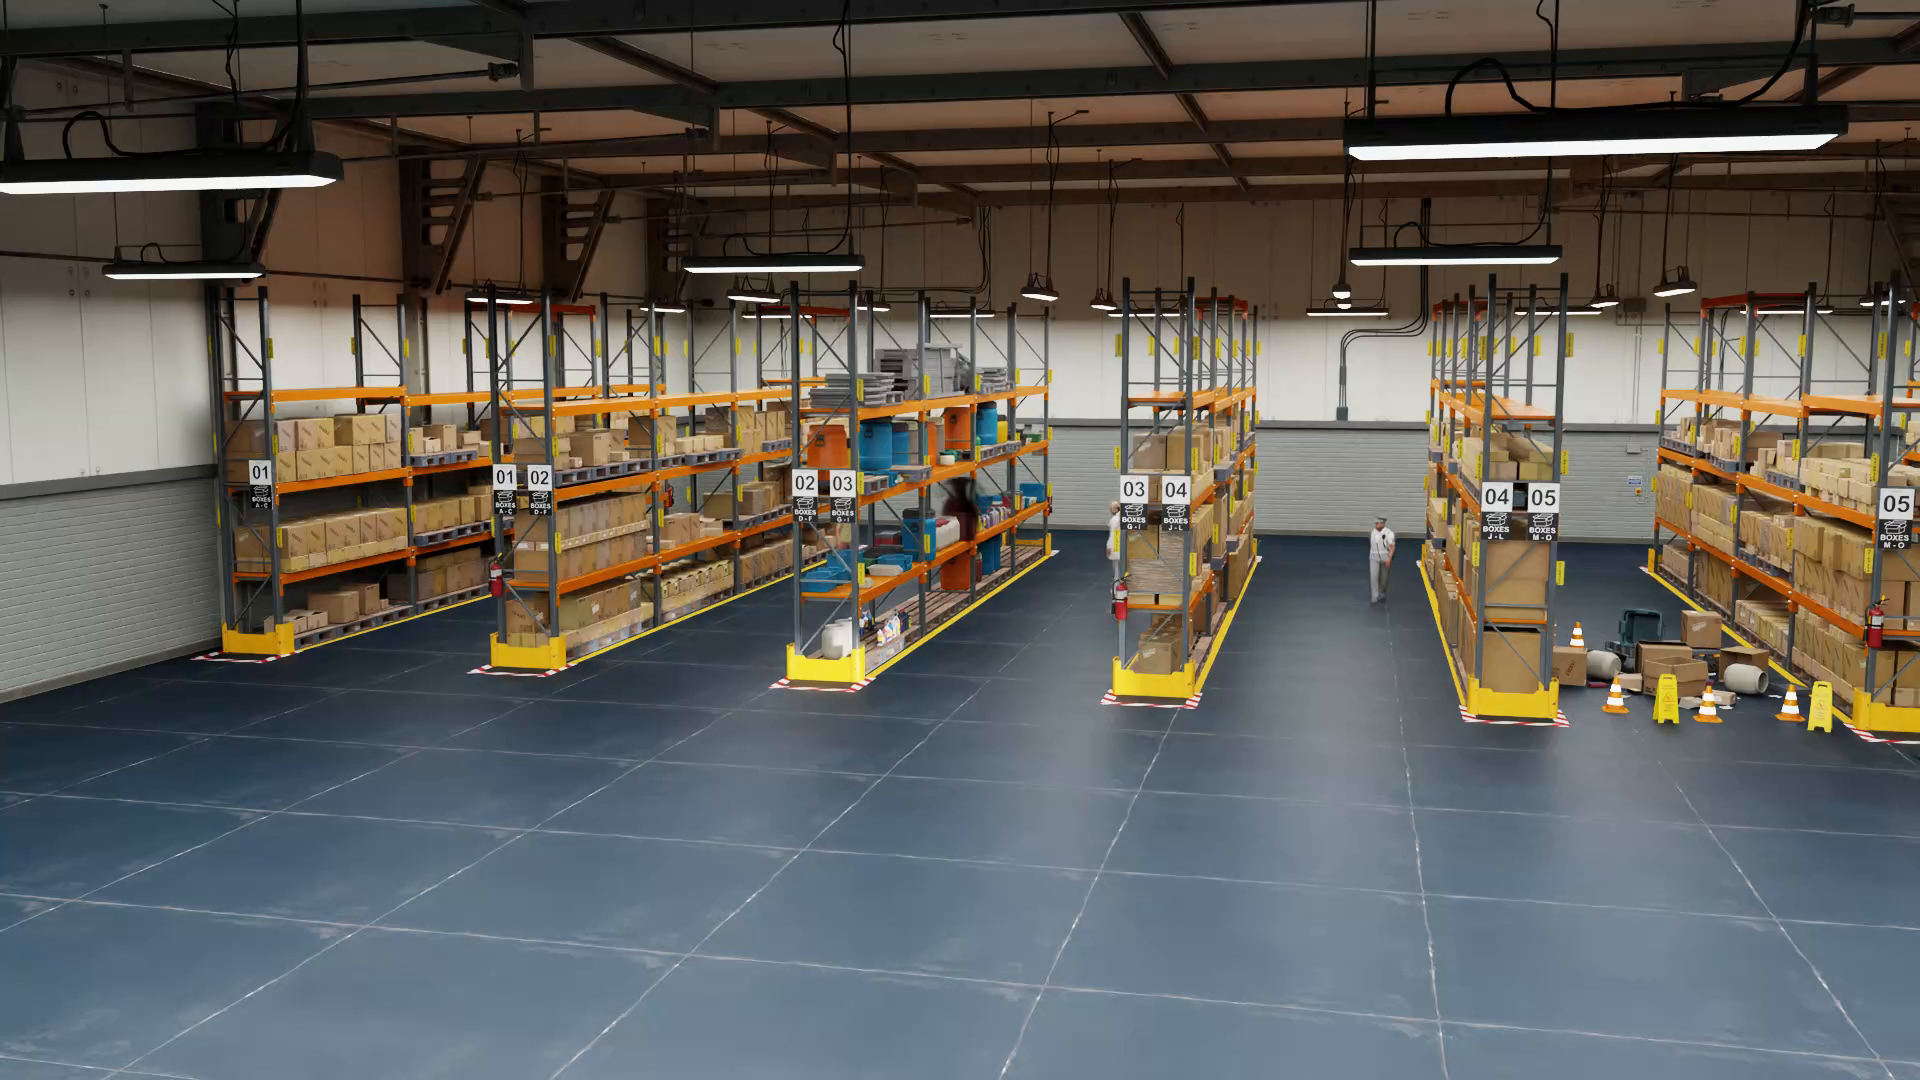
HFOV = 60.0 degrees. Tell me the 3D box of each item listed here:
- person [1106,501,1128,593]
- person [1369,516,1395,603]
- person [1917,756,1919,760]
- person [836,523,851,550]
[{"bbox_3d":[3.051,0.248,31.927,0.600,1.750,0.464,-4,8,-31],"label":"person"},{"bbox_3d":[8.318,0.377,32.789,0.481,1.703,1.060,1,7,12],"label":"person"},{"bbox_3d":[12.075,1.898,19.833,1.027,1.691,0.515,0,7,-2],"label":"person"},{"bbox_3d":[-2.283,0.053,33.384,0.487,1.708,0.389,-5,8,-37],"label":"person"}]
